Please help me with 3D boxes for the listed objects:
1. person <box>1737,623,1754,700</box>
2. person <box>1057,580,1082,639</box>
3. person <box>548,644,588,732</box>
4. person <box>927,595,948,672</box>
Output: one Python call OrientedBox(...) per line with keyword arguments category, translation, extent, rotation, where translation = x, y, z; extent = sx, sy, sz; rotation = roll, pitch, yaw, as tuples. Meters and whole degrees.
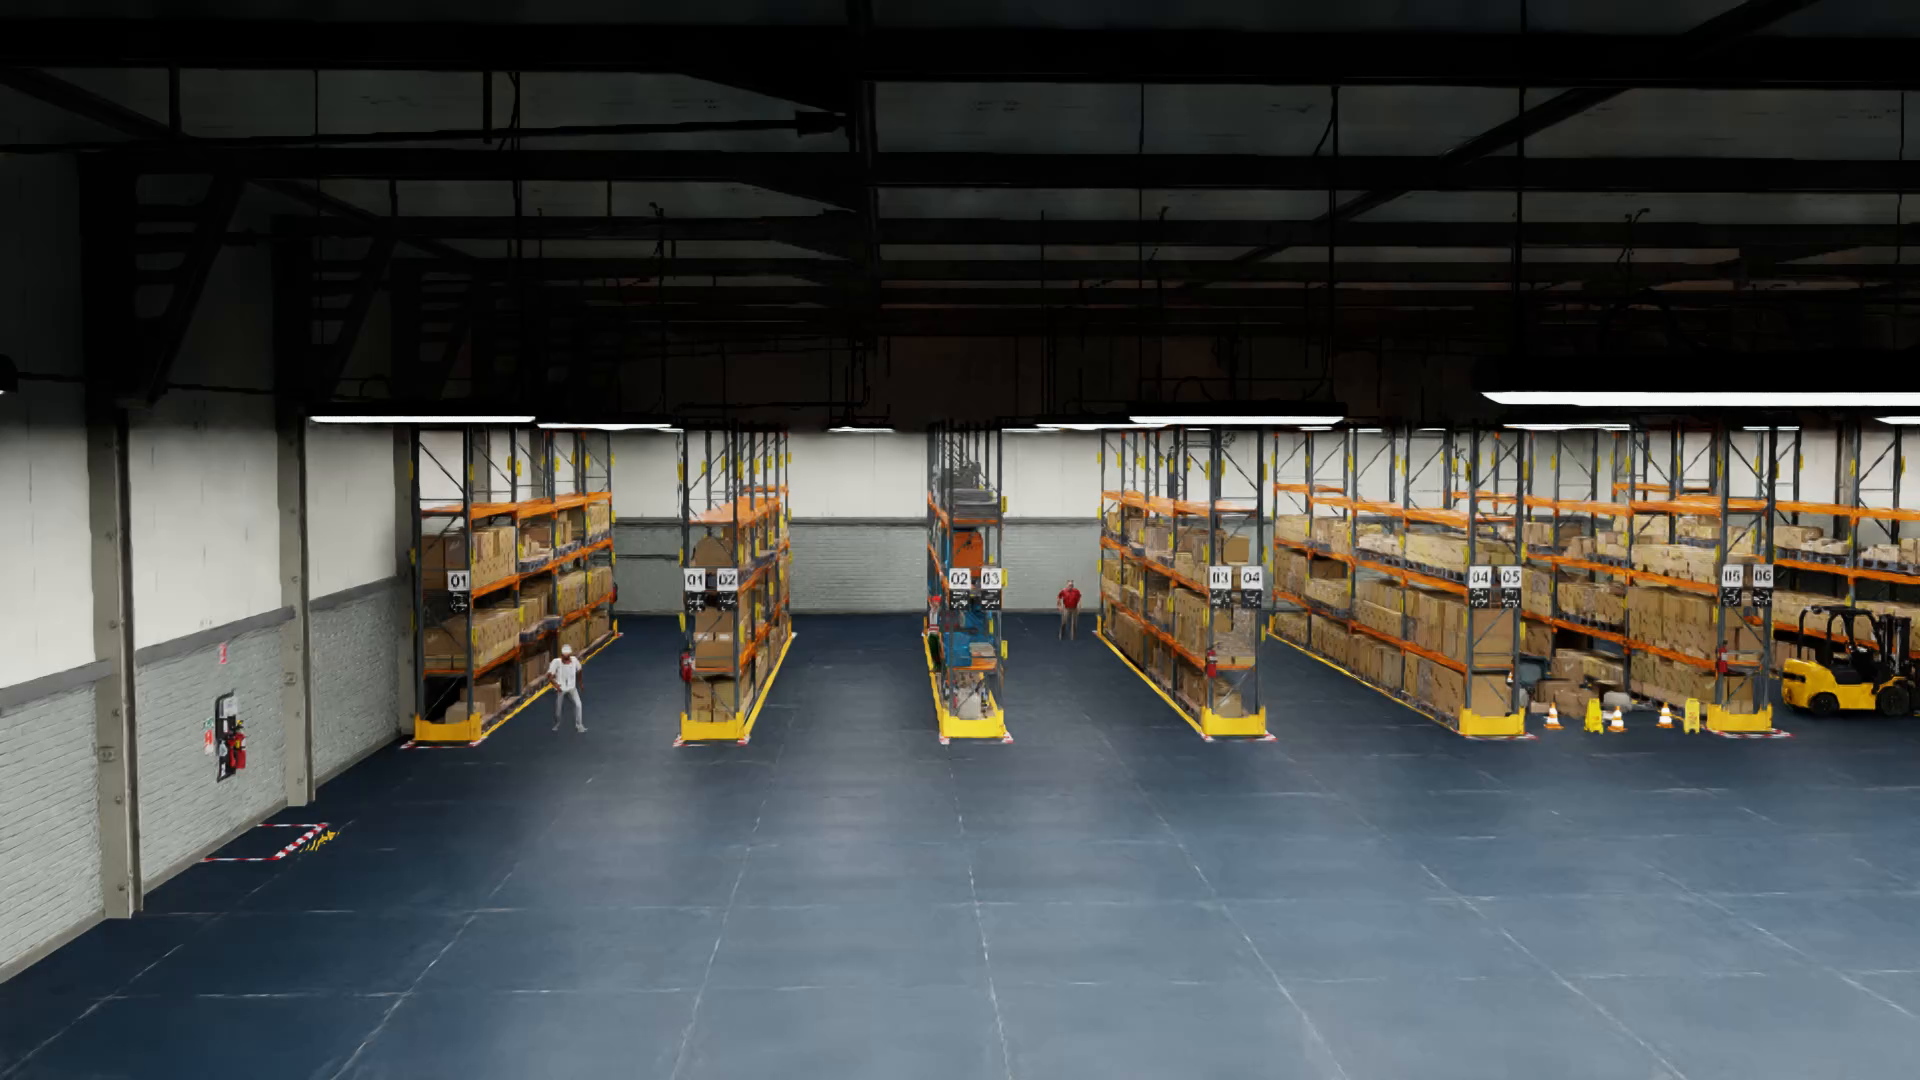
OrientedBox(category="person", translation=(16.761, 2.596, 35.669), extent=(0.504, 1.676, 0.567), rotation=(2, 4, 23))
OrientedBox(category="person", translation=(3.039, 1.934, 46.204), extent=(0.682, 1.676, 0.535), rotation=(0, 4, -4))
OrientedBox(category="person", translation=(-7.542, 2.825, 31.807), extent=(0.700, 1.695, 0.815), rotation=(-1, 4, -22))
OrientedBox(category="person", translation=(-0.492, 2.167, 38.502), extent=(0.581, 1.784, 0.401), rotation=(3, 5, 38))
